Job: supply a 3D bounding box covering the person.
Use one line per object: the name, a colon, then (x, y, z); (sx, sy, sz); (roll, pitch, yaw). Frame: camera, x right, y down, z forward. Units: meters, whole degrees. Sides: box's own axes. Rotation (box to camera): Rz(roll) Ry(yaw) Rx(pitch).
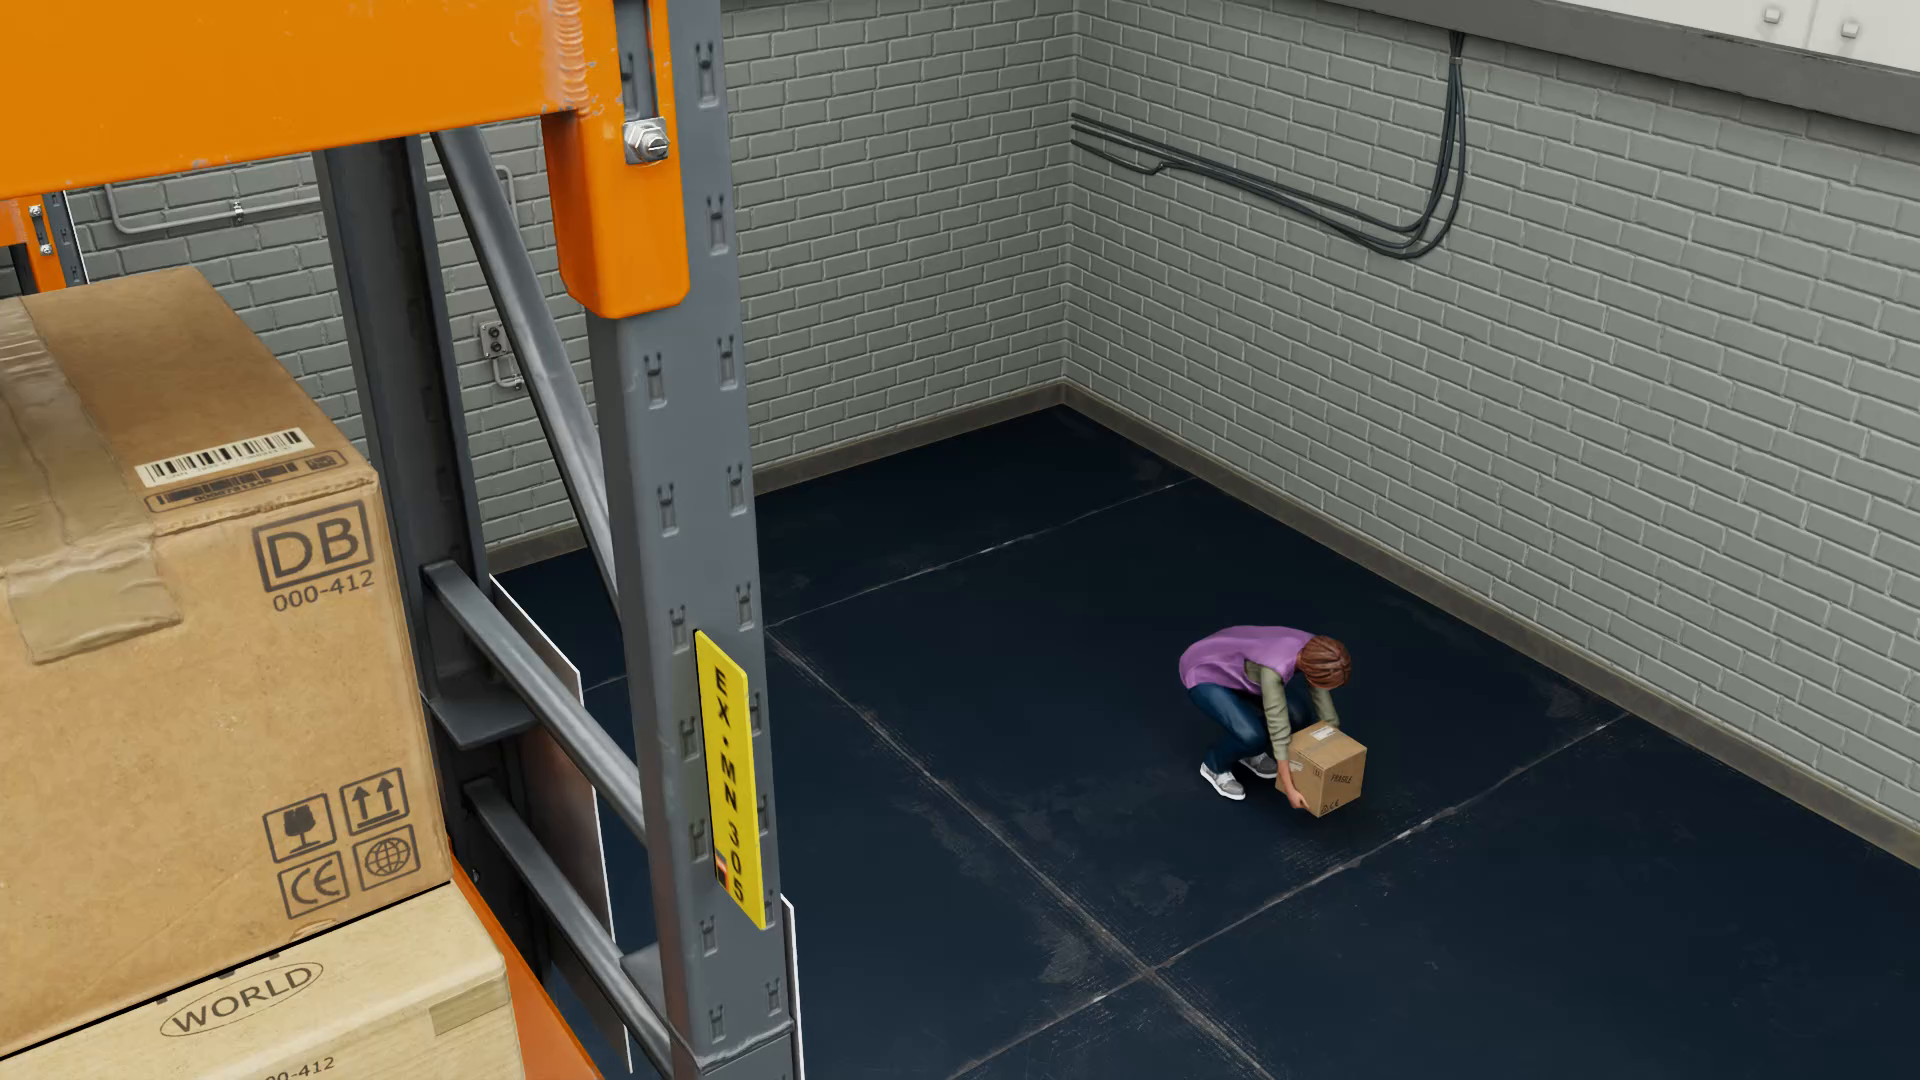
person: (1.302, 0.705, 7.089); (0.418, 0.901, 0.849); (-20, 35, -32)
